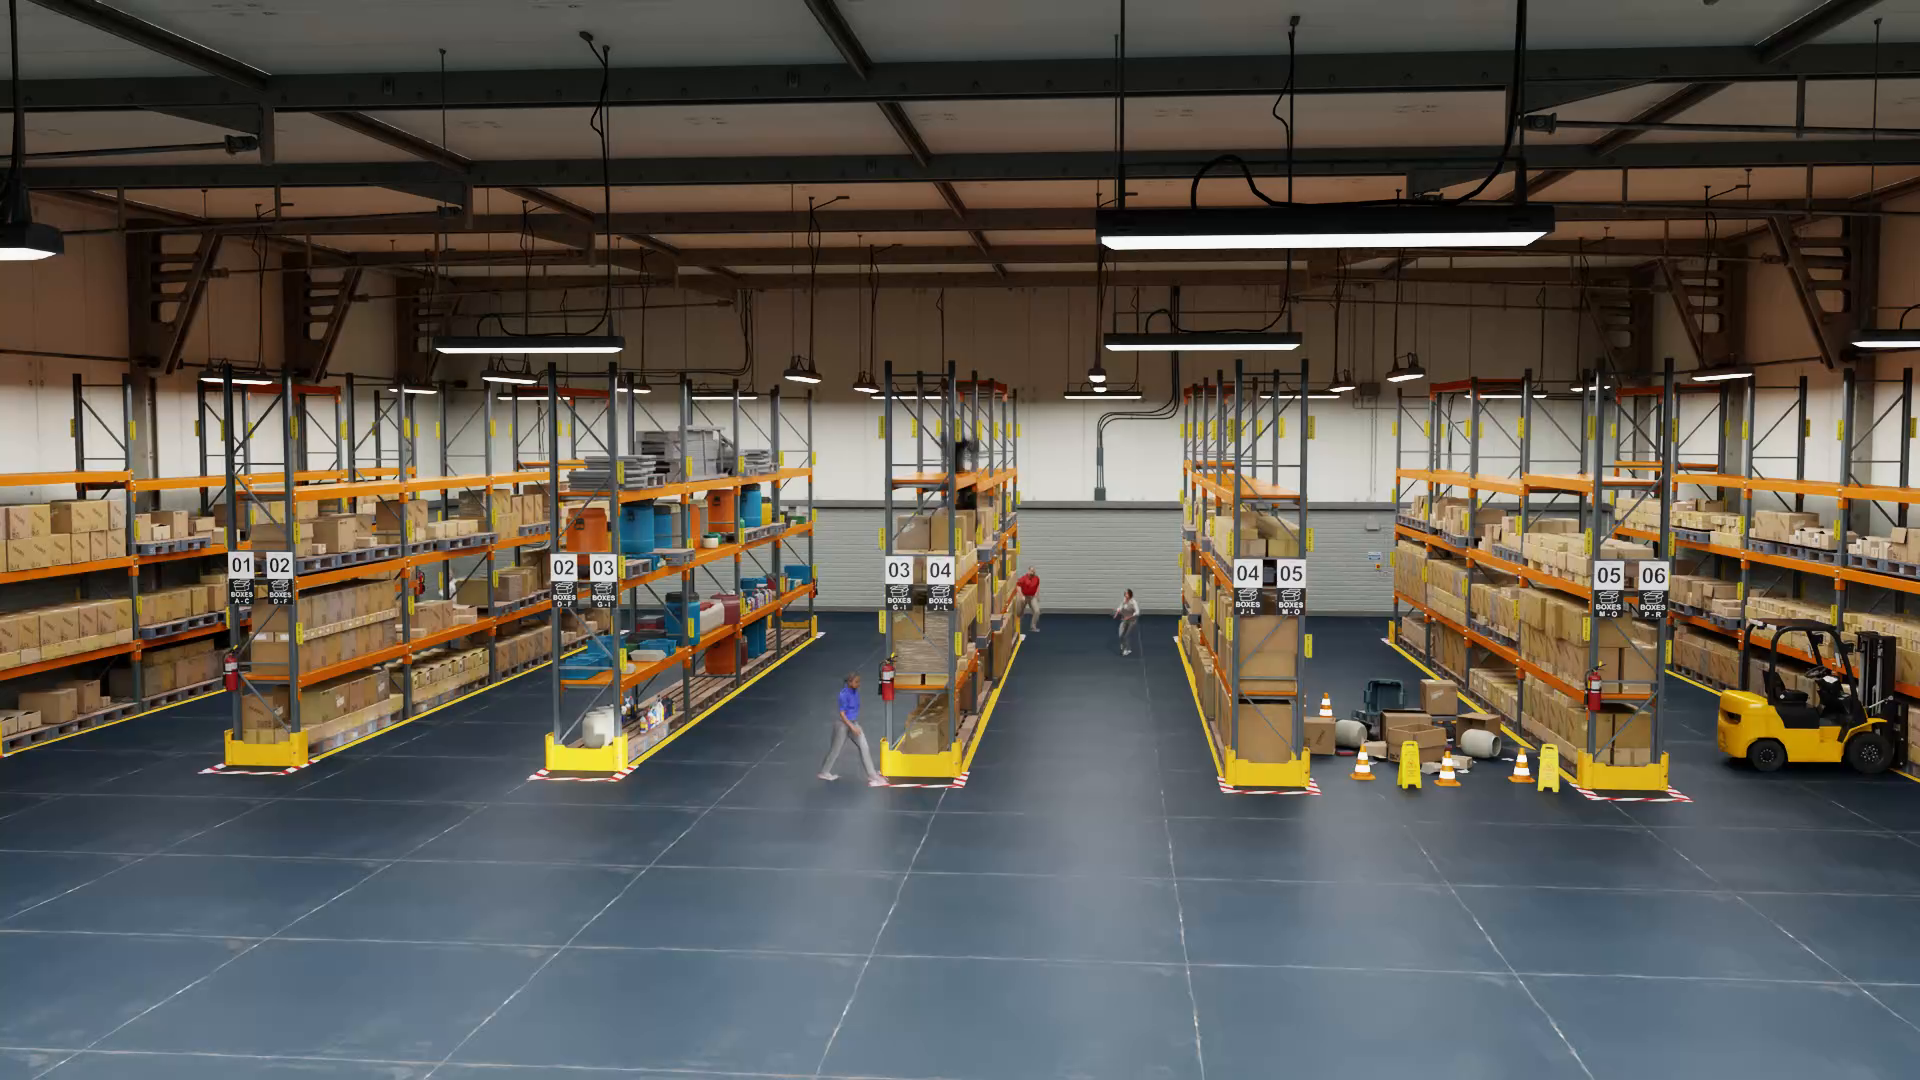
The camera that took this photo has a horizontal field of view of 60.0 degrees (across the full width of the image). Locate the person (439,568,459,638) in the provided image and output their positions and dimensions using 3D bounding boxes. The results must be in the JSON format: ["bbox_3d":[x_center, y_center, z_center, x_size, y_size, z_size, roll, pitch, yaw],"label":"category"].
[{"bbox_3d":[-12.306,1.524,40.273,0.597,1.709,0.649,0,4,-5],"label":"person"}]

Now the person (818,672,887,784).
[{"bbox_3d":[-1.565,2.639,23.517,0.992,1.590,0.545,3,5,35],"label":"person"}]

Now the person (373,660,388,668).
[{"bbox_3d":[-11.469,2.017,32.747,0.586,1.726,0.721,0,4,3],"label":"person"}]

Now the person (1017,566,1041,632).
[{"bbox_3d":[1.663,1.448,41.335,0.685,1.644,0.826,-1,4,-13],"label":"person"}]

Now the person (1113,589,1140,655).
[{"bbox_3d":[3.757,1.830,37.146,0.627,1.511,0.516,2,4,32],"label":"person"}]
